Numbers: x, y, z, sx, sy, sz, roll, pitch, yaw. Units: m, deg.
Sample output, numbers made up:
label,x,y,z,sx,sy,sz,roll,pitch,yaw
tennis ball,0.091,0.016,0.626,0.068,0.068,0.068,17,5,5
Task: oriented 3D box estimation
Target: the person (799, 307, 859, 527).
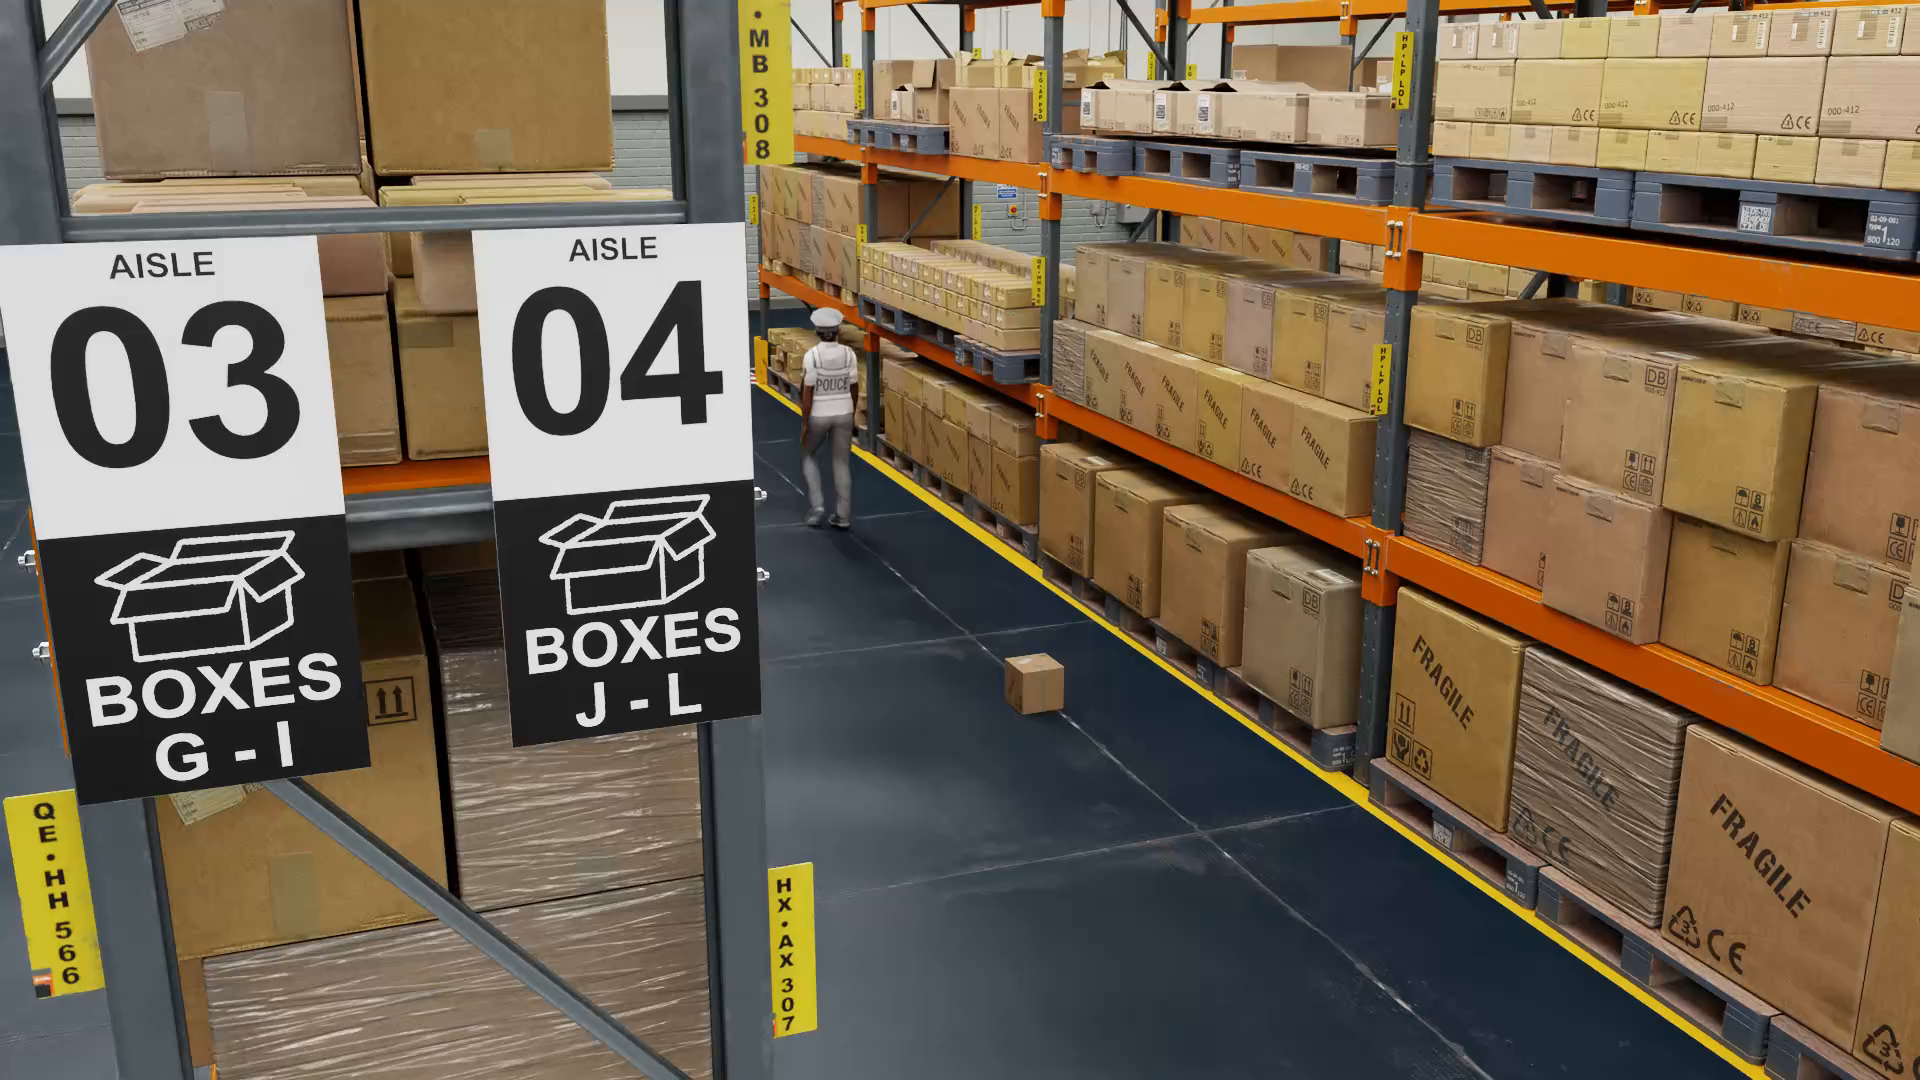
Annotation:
label,x,y,z,sx,sy,sz,roll,pitch,yaw
person,-1.011,-0.911,12.761,0.483,1.752,0.502,-5,17,-19
